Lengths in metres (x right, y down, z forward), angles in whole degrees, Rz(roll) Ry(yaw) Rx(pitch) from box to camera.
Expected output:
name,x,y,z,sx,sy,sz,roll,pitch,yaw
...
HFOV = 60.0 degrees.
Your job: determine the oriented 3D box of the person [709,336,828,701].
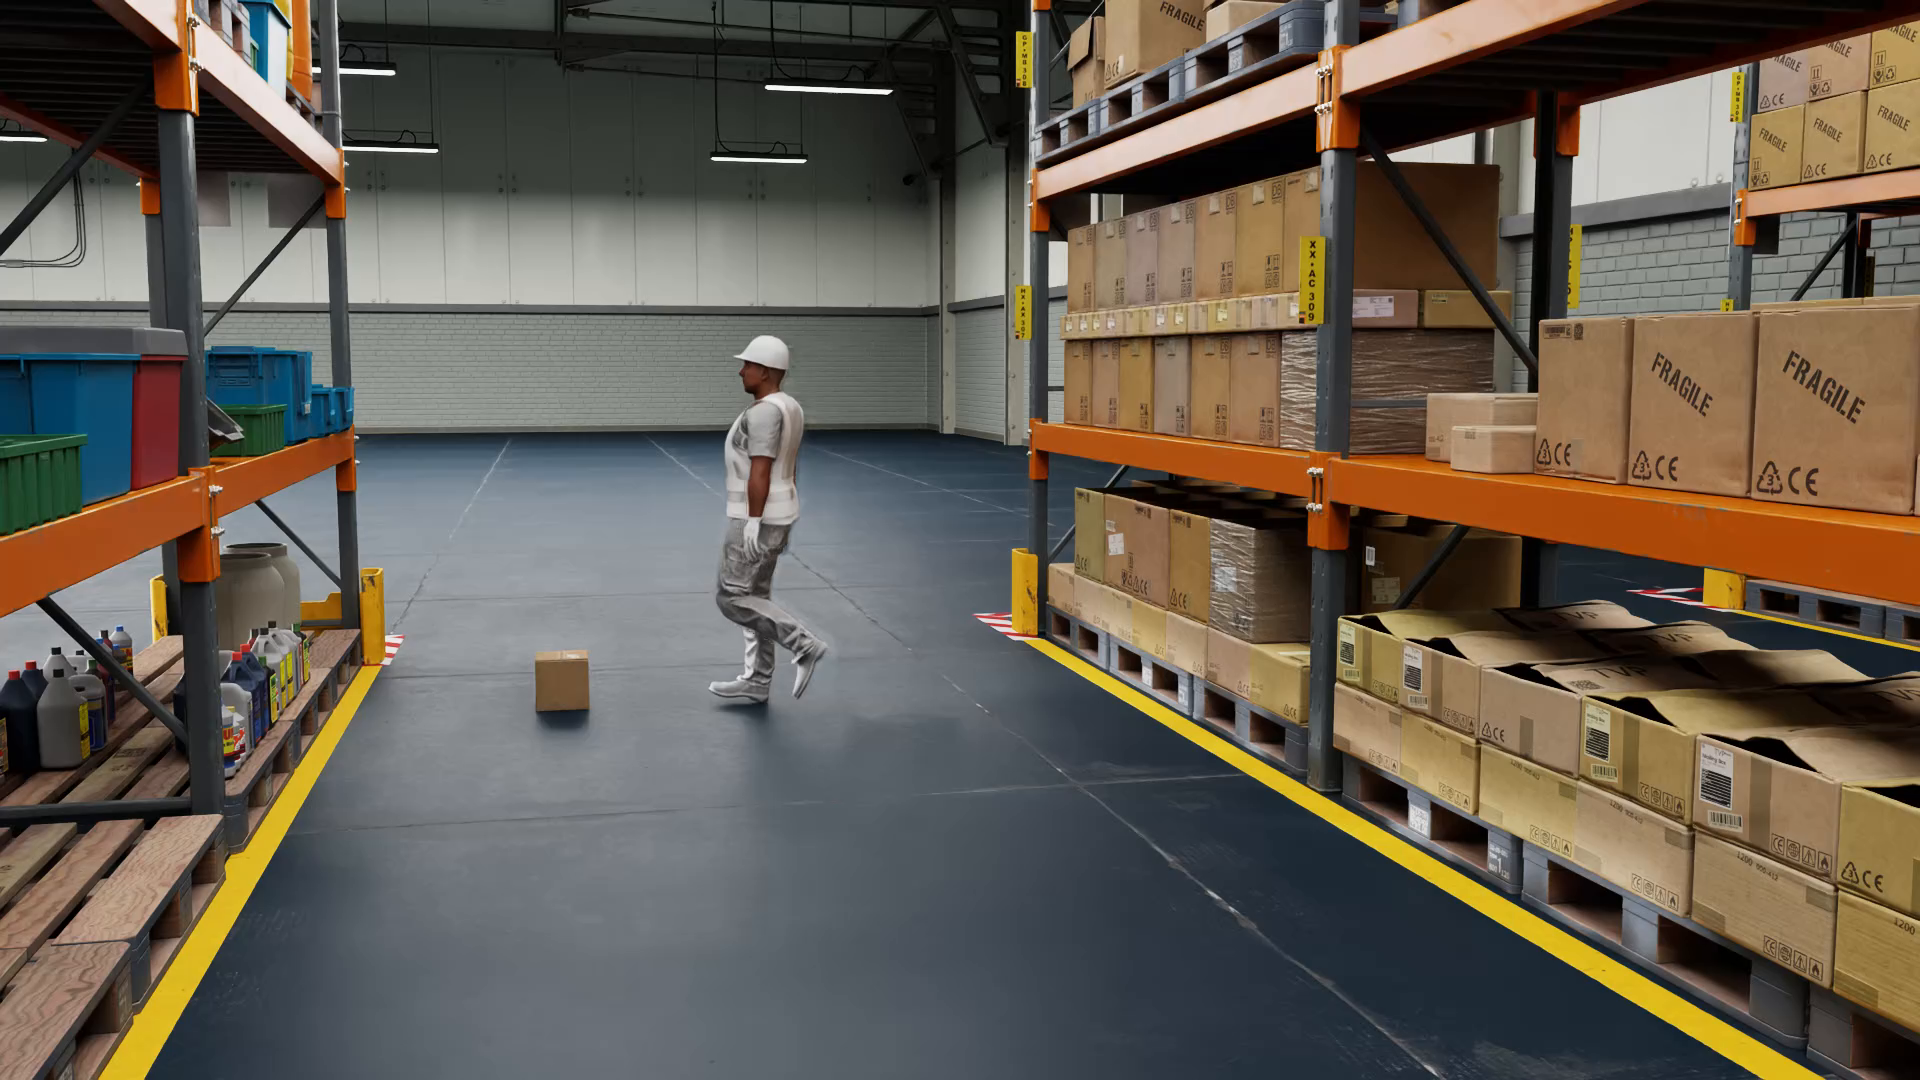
name,x,y,z,sx,sy,sz,roll,pitch,yaw
person,-0.934,-0.093,8.036,0.629,1.778,0.594,1,6,7
